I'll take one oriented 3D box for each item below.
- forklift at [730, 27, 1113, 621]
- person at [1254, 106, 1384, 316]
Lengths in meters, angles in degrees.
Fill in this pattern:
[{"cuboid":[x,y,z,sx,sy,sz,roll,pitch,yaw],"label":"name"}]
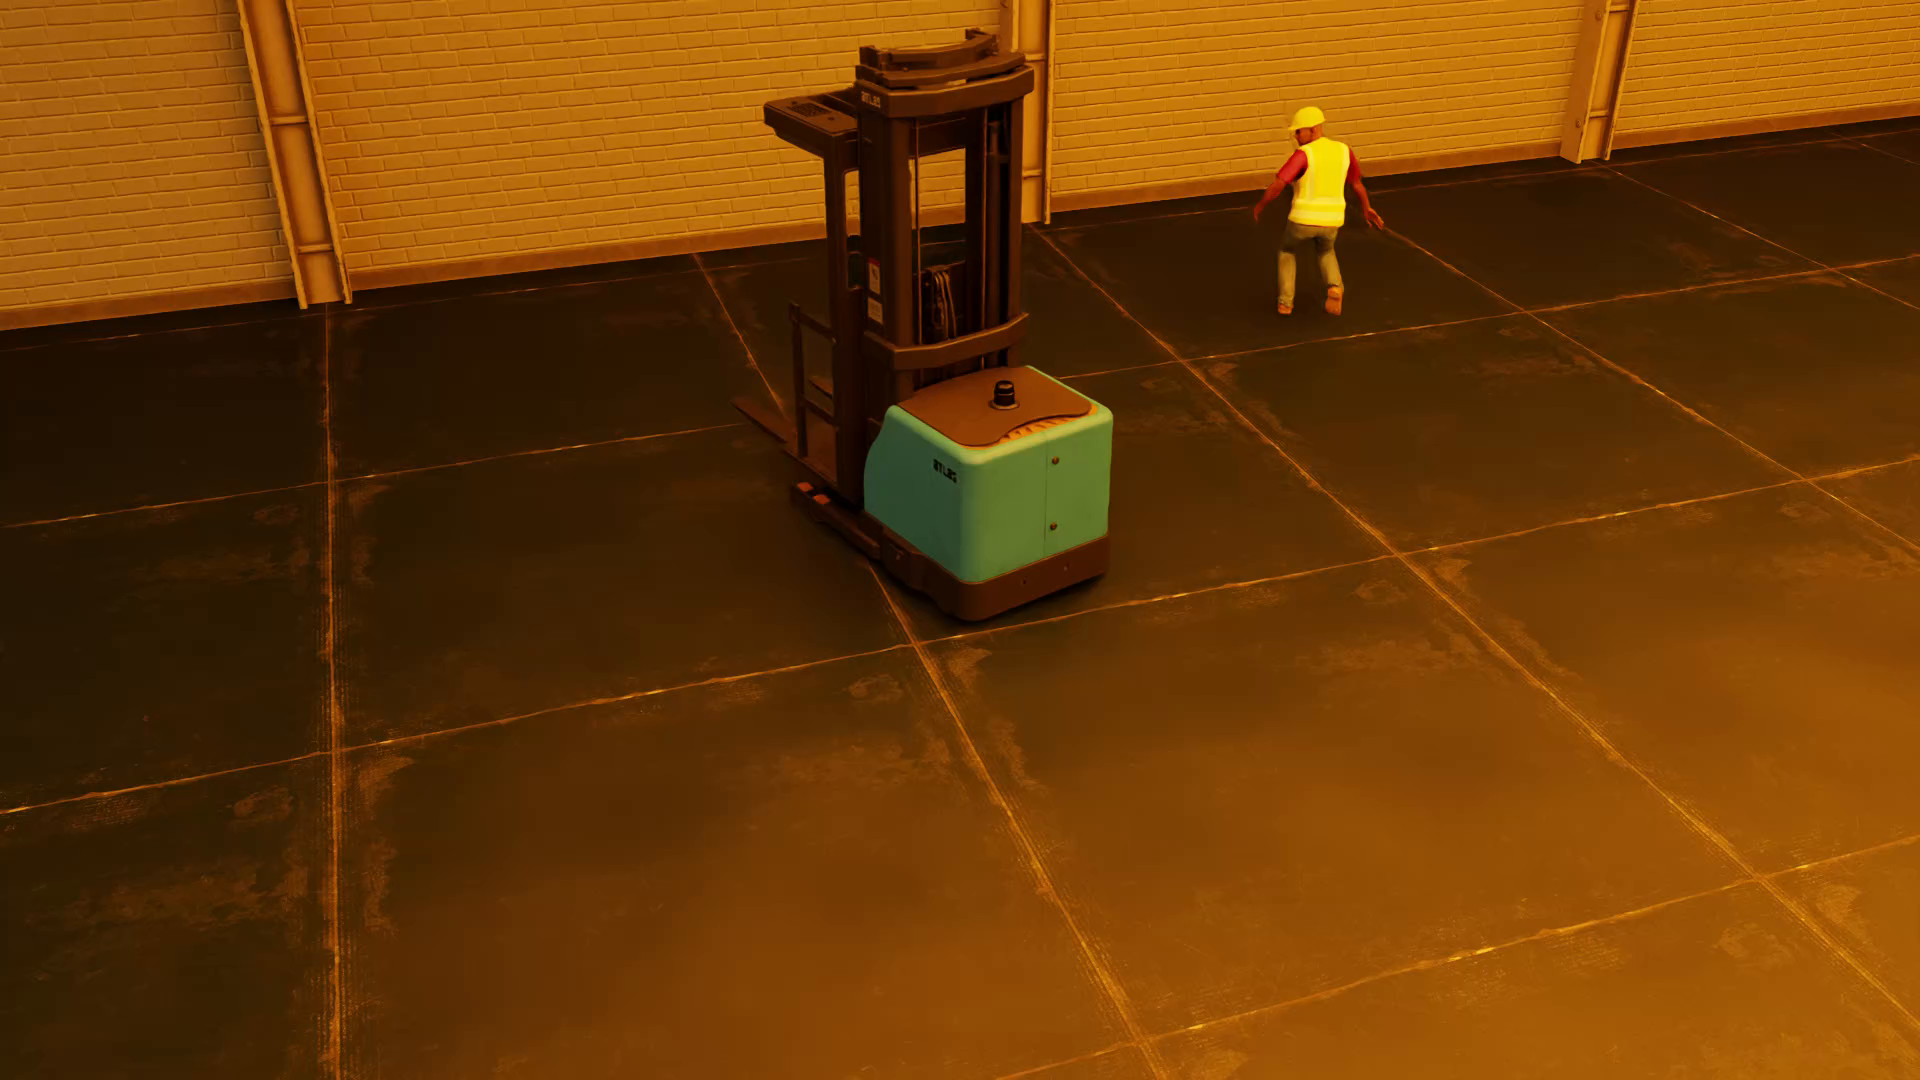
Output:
[{"cuboid":[-0.405,-1.509,9.710,1.130,2.935,3.031,-20,35,-30],"label":"forklift"},{"cuboid":[2.788,-2.510,12.859,1.009,1.611,0.545,-6,31,-11],"label":"person"}]
